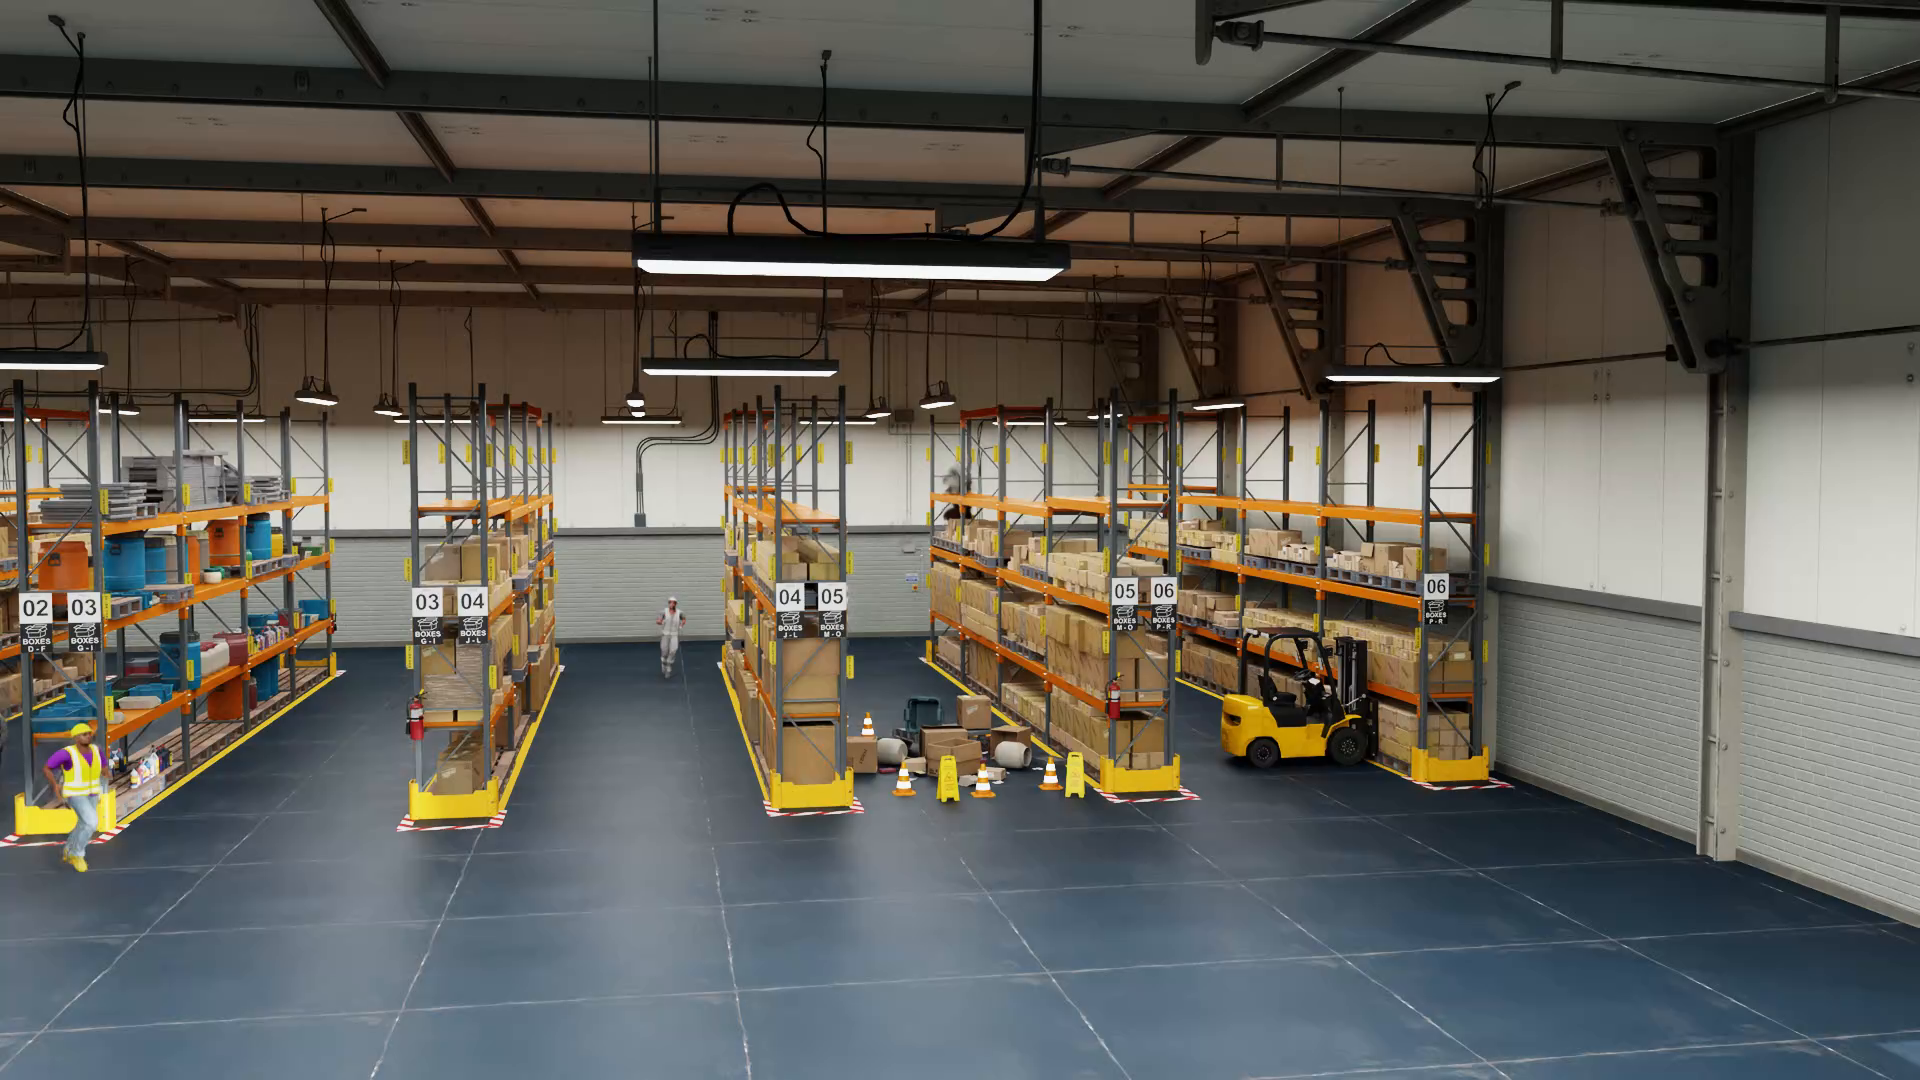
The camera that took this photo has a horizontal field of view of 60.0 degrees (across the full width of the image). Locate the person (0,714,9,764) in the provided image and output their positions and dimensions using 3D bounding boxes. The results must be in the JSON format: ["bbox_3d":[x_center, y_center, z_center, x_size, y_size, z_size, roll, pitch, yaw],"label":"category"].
[{"bbox_3d":[-13.583,2.993,23.117,0.644,1.672,0.610,-1,3,-20],"label":"person"}]

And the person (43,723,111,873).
[{"bbox_3d":[-10.615,3.105,20.131,0.719,1.787,0.676,1,3,22],"label":"person"}]

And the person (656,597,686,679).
[{"bbox_3d":[-6.560,2.204,37.733,0.653,1.843,0.767,0,3,-8],"label":"person"}]
